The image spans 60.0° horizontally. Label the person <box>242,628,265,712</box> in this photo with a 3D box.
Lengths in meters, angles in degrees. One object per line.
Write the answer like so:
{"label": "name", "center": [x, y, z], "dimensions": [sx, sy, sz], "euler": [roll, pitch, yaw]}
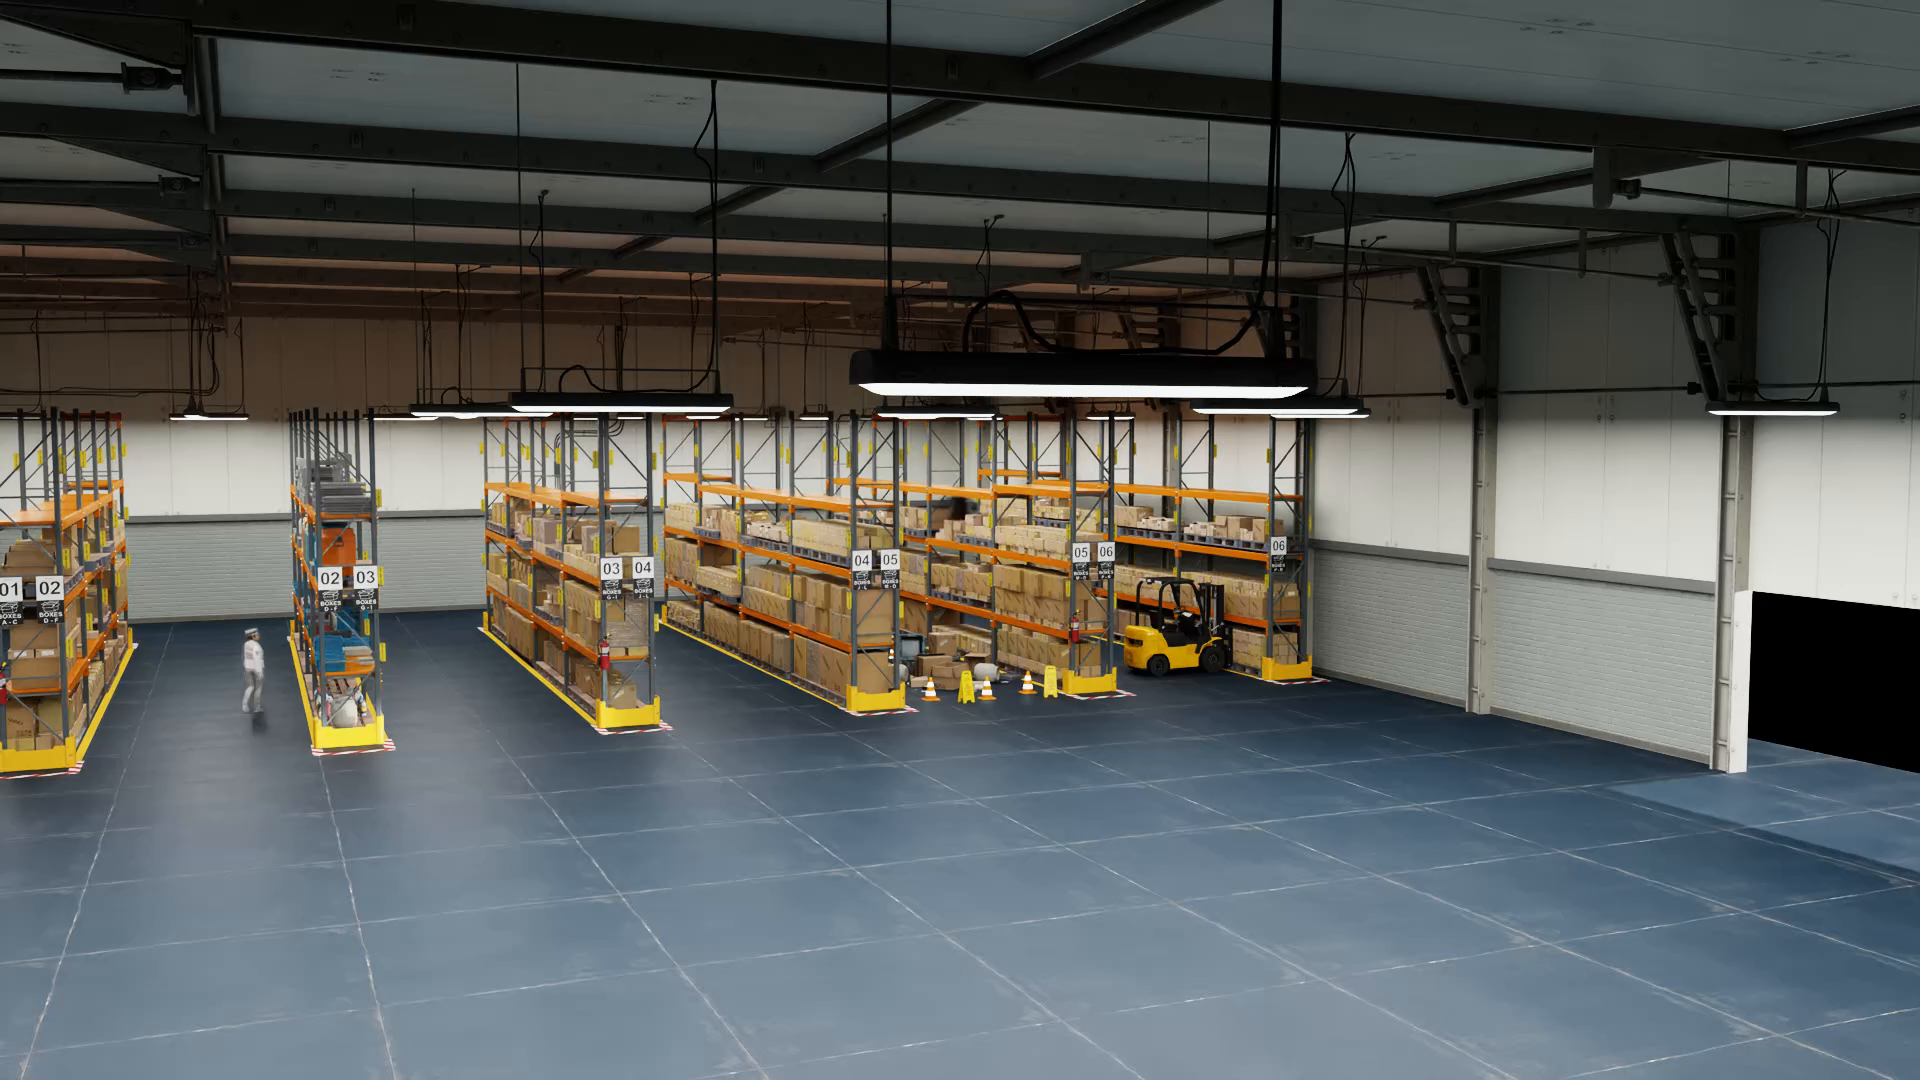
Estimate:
{"label": "person", "center": [-13.960, 2.571, 32.814], "dimensions": [0.456, 1.680, 0.522], "euler": [1, 4, 10]}
